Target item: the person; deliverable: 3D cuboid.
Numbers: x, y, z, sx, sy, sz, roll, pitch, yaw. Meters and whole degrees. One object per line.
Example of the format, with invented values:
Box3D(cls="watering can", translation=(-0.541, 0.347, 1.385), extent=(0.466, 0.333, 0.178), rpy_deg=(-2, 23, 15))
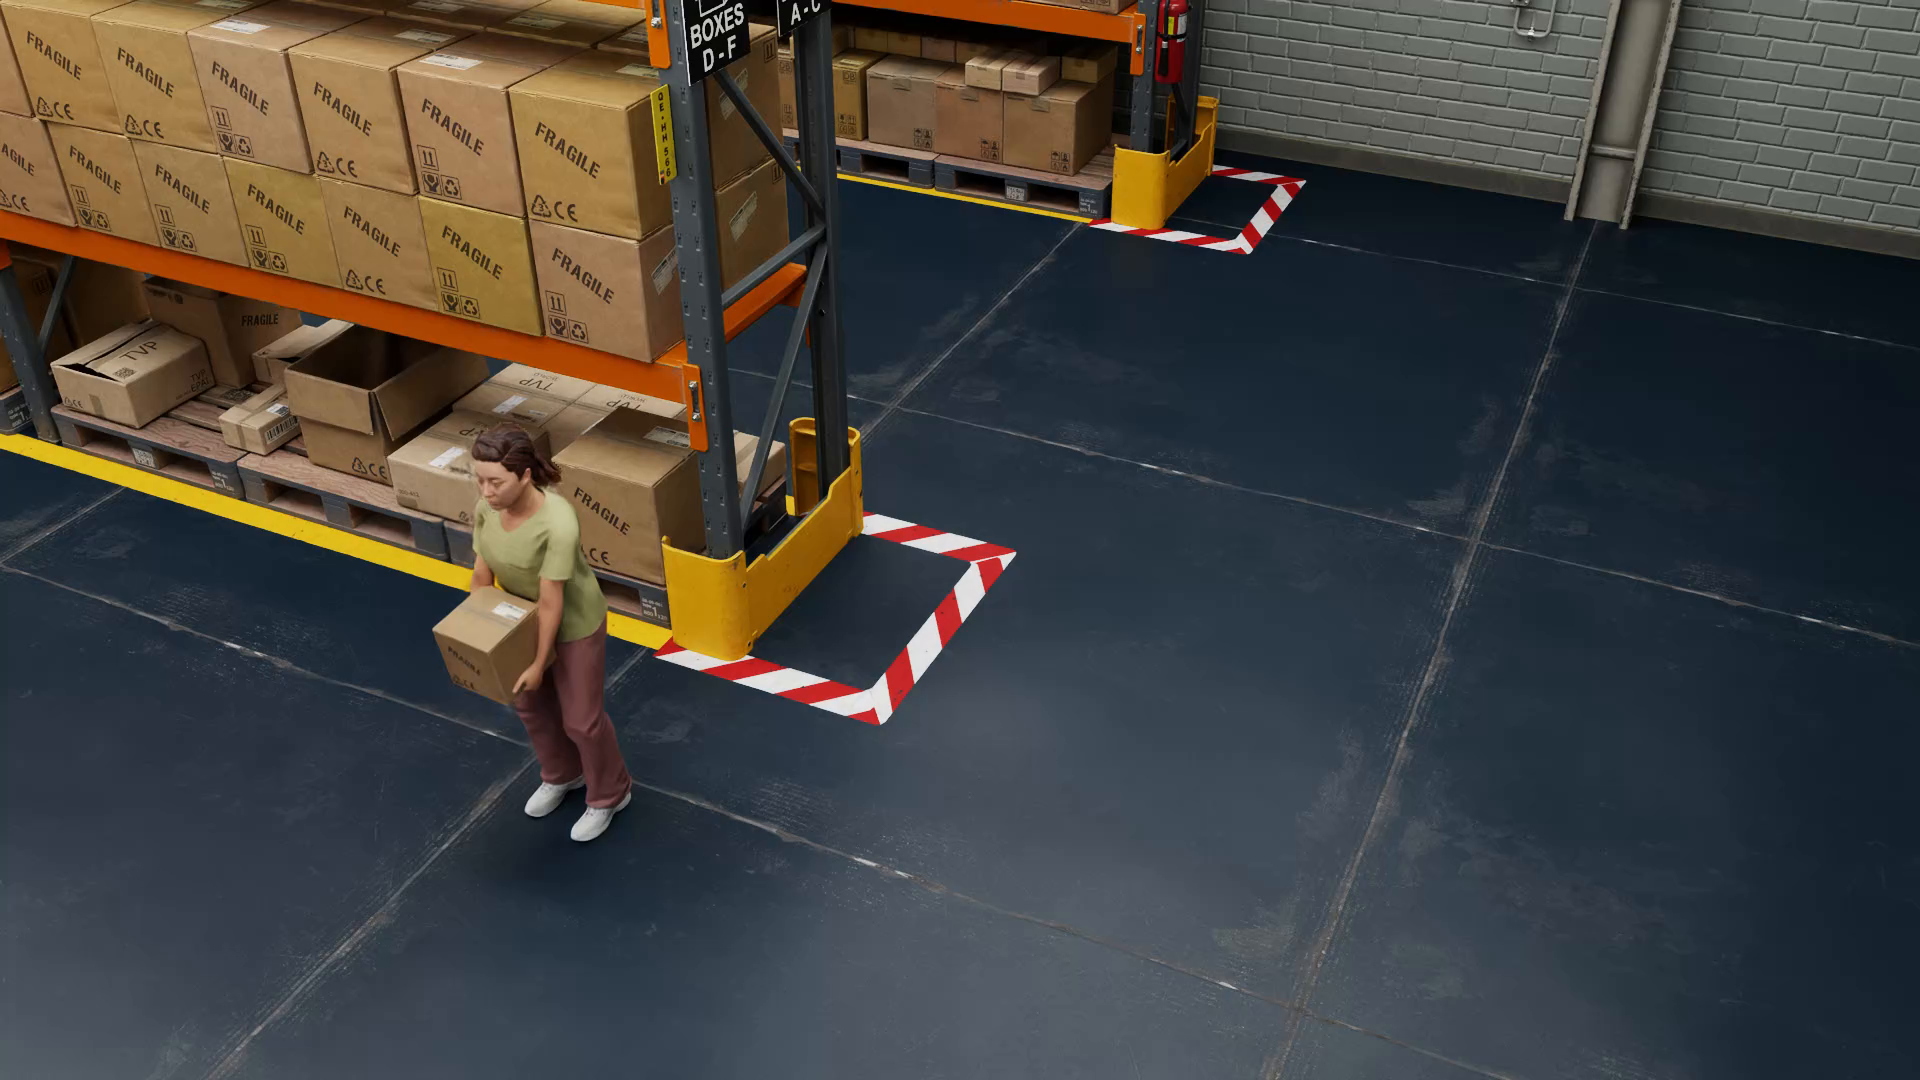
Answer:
Box3D(cls="person", translation=(-1.434, 0.339, 5.657), extent=(0.407, 1.658, 0.503), rpy_deg=(19, 38, 26))
